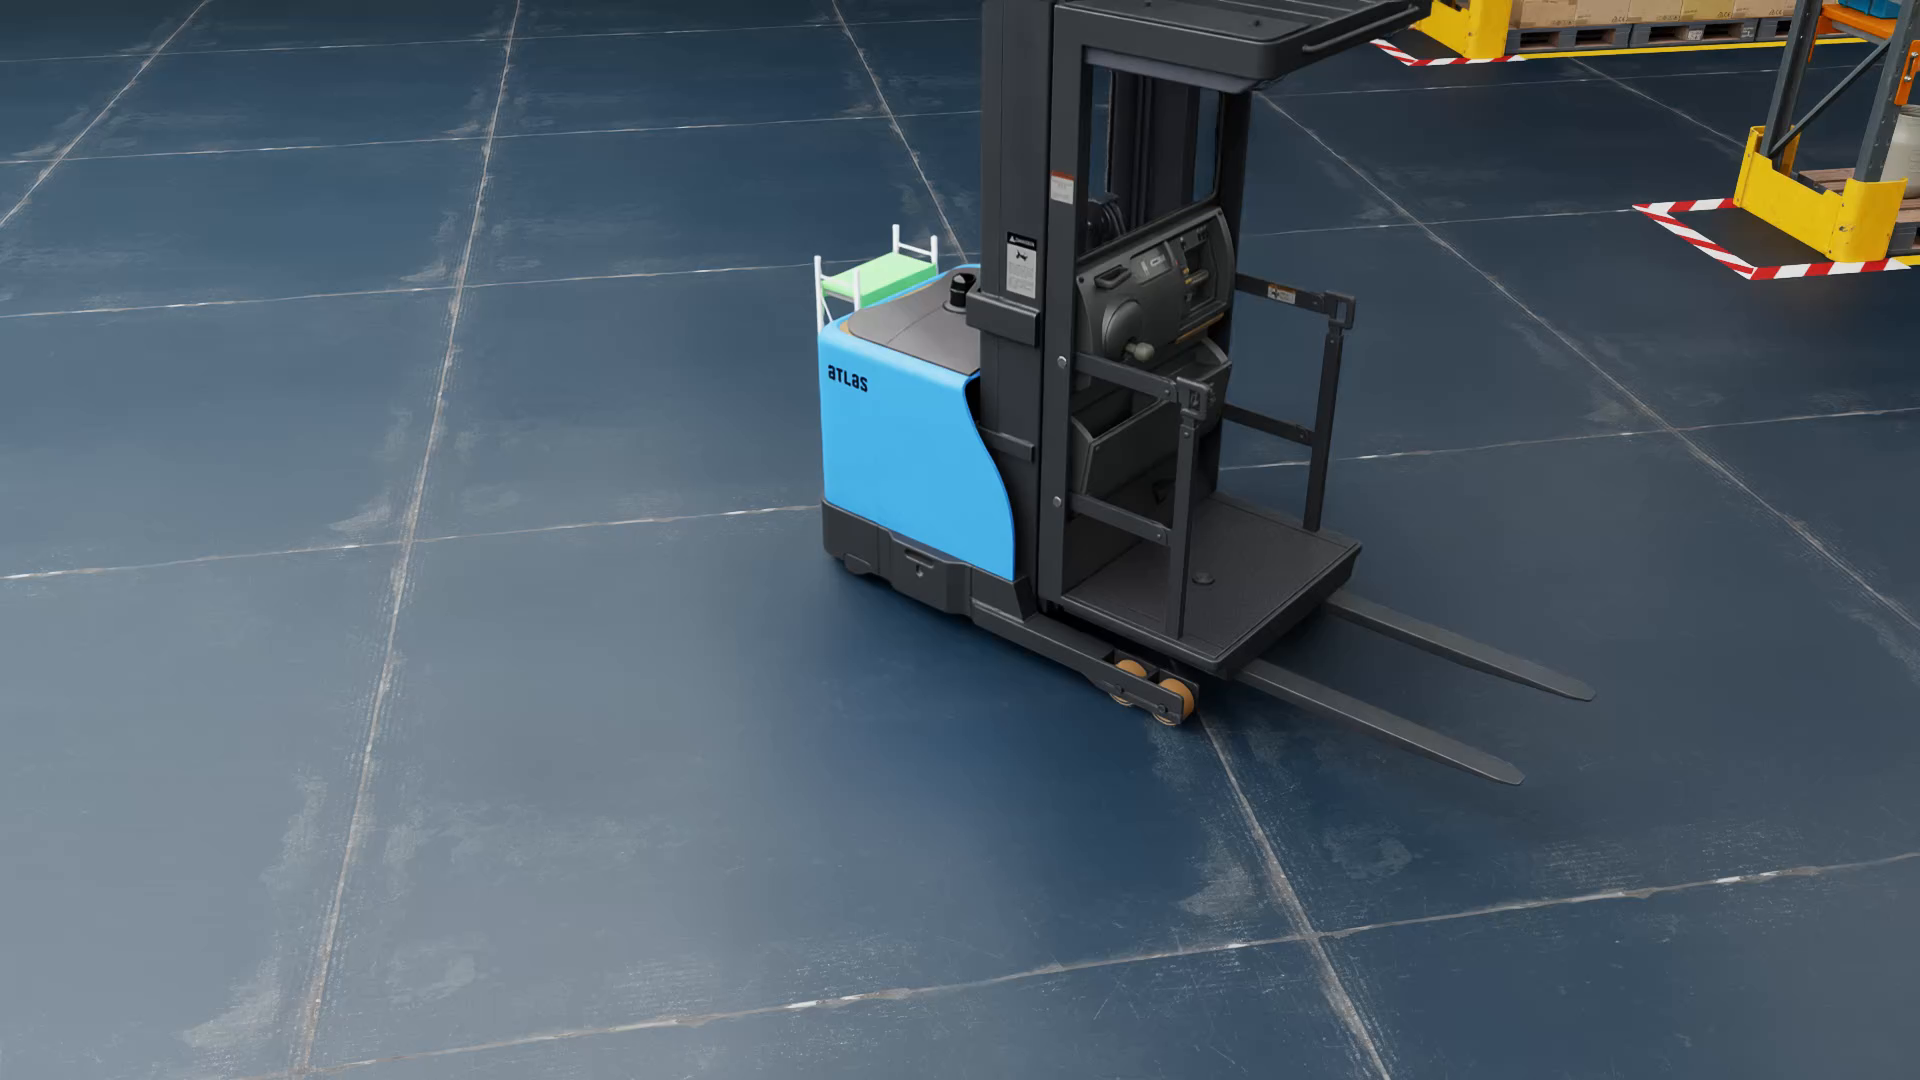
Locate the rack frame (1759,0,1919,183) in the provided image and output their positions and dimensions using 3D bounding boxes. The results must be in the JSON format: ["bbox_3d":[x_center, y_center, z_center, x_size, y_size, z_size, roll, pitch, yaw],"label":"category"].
[{"bbox_3d":[5.337,-3.248,9.815,0.127,3.000,1.000,-5,31,-9],"label":"rack frame"}]

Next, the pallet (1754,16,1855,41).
[{"bbox_3d":[7.593,-4.830,15.256,1.213,0.211,1.003,-5,31,-9],"label":"pallet"}]

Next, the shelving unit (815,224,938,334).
[{"bbox_3d":[-0.348,-0.715,7.281,0.258,1.200,0.503,23,37,33],"label":"shelving unit"}]

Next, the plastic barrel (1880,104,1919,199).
[{"bbox_3d":[5.970,-2.455,10.506,0.421,0.512,0.421,0,30,0],"label":"plastic barrel"}]

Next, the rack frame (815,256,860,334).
[{"bbox_3d":[-0.504,-0.619,7.119,0.240,1.200,0.015,23,37,33],"label":"rack frame"}]

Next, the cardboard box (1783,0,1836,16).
[{"bbox_3d":[7.472,-4.887,14.901,0.500,0.250,0.500,-5,31,-9],"label":"cardboard box"}]

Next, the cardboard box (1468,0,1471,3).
[{"bbox_3d":[4.922,-4.910,14.940,0.500,0.250,0.500,-5,31,-9],"label":"cardboard box"}]

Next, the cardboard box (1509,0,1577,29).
[{"bbox_3d":[5.016,-4.652,14.501,0.500,0.250,0.500,-5,31,-9],"label":"cardboard box"}]

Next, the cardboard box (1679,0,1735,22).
[{"bbox_3d":[6.491,-4.788,14.732,0.500,0.250,0.500,-5,31,-9],"label":"cardboard box"}]

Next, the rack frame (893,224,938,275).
[{"bbox_3d":[-0.192,-0.810,7.443,0.240,1.200,0.015,23,37,33],"label":"rack frame"}]

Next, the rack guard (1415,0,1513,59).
[{"bbox_3d":[4.424,-4.639,14.646,0.348,0.500,1.175,-5,31,-9],"label":"rack guard"}]

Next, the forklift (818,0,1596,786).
[{"bbox_3d":[0.876,-0.888,5.869,3.031,2.935,1.130,23,37,33],"label":"forklift"}]

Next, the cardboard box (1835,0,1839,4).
[{"bbox_3d":[7.966,-4.928,14.970,0.500,0.250,0.500,-5,31,-9],"label":"cardboard box"}]

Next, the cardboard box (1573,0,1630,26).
[{"bbox_3d":[5.507,-4.700,14.582,0.500,0.250,0.500,-5,31,-9],"label":"cardboard box"}]

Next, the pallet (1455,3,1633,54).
[{"bbox_3d":[5.193,-4.607,14.877,1.213,0.211,1.003,-5,31,-9],"label":"pallet"}]

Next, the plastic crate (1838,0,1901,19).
[{"bbox_3d":[5.775,-3.379,10.184,0.616,0.251,0.499,-5,31,-9],"label":"plastic crate"}]

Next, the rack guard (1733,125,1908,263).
[{"bbox_3d":[5.403,-2.201,10.500,0.348,0.500,1.175,-5,31,-9],"label":"rack guard"}]

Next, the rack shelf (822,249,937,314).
[{"bbox_3d":[-0.349,-1.074,7.071,0.258,0.148,0.480,23,37,33],"label":"rack shelf"}]

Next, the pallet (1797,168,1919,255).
[{"bbox_3d":[6.203,-2.148,10.695,1.213,0.211,1.003,-5,31,-9],"label":"pallet"}]

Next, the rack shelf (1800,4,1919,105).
[{"bbox_3d":[7.304,-3.121,10.308,4.000,0.370,1.077,-5,31,-9],"label":"rack shelf"}]

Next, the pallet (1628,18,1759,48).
[{"bbox_3d":[6.390,-4.717,15.063,1.213,0.211,1.003,-5,31,-9],"label":"pallet"}]

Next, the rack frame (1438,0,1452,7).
[{"bbox_3d":[4.448,-5.718,14.016,0.127,3.000,1.000,-5,31,-9],"label":"rack frame"}]

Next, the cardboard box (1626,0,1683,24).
[{"bbox_3d":[5.999,-4.745,14.659,0.500,0.250,0.500,-5,31,-9],"label":"cardboard box"}]

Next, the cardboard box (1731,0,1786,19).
[{"bbox_3d":[6.983,-4.834,14.811,0.500,0.250,0.500,-5,31,-9],"label":"cardboard box"}]
